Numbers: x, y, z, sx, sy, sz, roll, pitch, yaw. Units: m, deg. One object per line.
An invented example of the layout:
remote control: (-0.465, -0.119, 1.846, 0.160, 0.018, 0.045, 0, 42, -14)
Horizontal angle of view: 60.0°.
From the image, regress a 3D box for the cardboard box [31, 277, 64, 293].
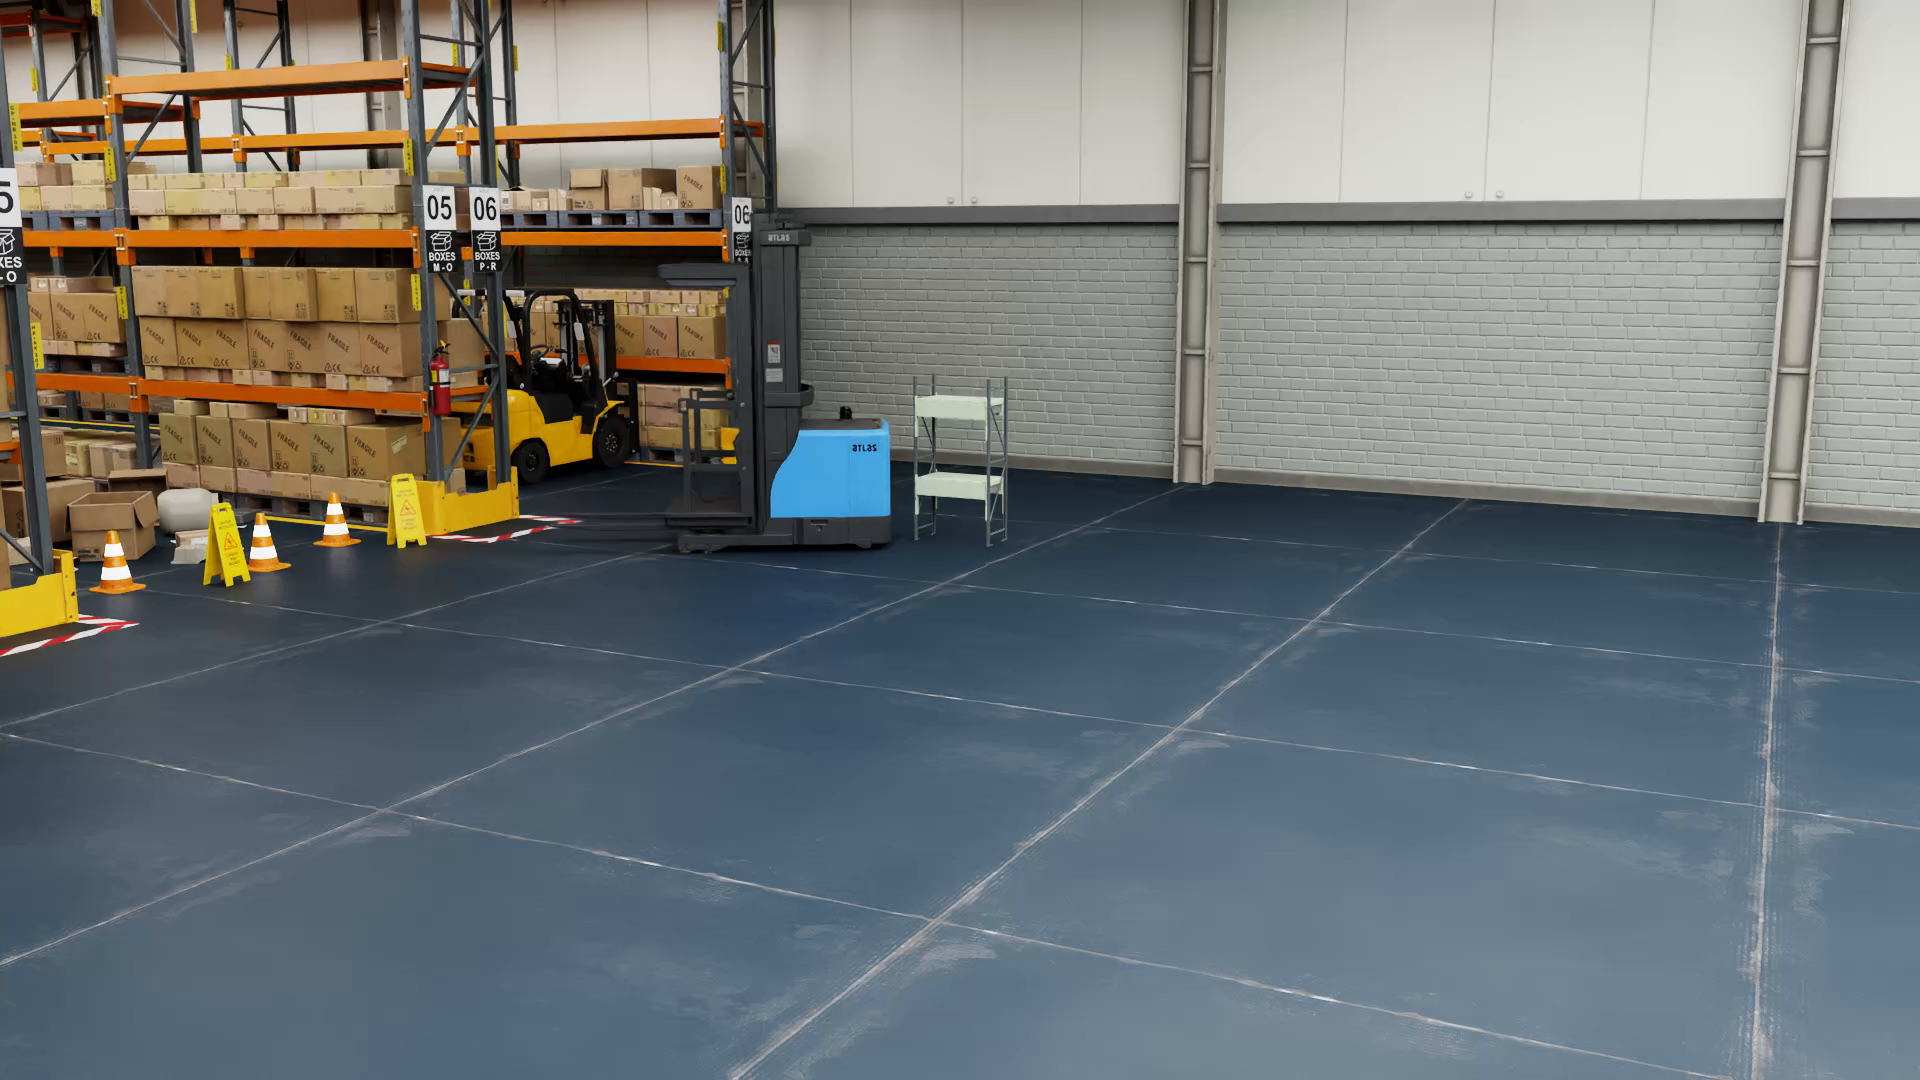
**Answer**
cardboard box: (-9.673, -2.725, 17.770, 0.250, 0.149, 0.380, 4, 11, 23)

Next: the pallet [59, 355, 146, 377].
pallet: (-8.900, -1.923, 17.990, 1.213, 0.211, 1.003, 5, 11, 26)

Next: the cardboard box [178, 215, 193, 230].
cardboard box: (-7.627, -3.191, 16.741, 0.250, 0.149, 0.380, 5, 11, 26)

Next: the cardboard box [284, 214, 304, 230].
cardboard box: (-6.272, -3.060, 16.016, 0.250, 0.149, 0.380, 5, 11, 24)

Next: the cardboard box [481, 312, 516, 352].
cardboard box: (-5.804, -2.699, 21.461, 0.500, 0.500, 0.500, 5, 11, 24)

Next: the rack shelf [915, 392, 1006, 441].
rack shelf: (0.006, -1.122, 15.044, 0.720, 0.370, 0.431, 5, 11, 26)

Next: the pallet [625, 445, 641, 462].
pallet: (-4.293, -1.189, 21.228, 1.213, 0.211, 1.003, 5, 11, 26)

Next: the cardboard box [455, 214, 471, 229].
cardboard box: (-4.846, -3.049, 15.956, 0.250, 0.149, 0.380, 5, 11, 26)

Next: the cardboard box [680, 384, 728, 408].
cardboard box: (-3.050, -1.744, 20.195, 0.500, 0.250, 0.500, 5, 12, 28)

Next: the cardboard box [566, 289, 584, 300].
cardboard box: (-4.741, -3.080, 20.909, 0.250, 0.149, 0.380, 5, 11, 26)

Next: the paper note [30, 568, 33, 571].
paper note: (-7.726, 0.247, 13.855, 0.032, 0.001, 0.123, -7, 12, -33)

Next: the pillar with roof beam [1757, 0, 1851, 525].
pillar with roof beam: (6.132, -3.929, 11.692, 0.400, 9.000, 9.100, 5, 11, 26)

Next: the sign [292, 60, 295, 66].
sign: (-9.431, -6.620, 23.495, 0.005, 0.325, 0.100, 5, 11, 26)

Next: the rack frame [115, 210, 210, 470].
rack frame: (-8.279, -1.934, 17.512, 0.127, 3.000, 1.000, 5, 11, 26)

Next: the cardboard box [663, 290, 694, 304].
cardboard box: (-3.395, -2.952, 20.199, 0.250, 0.149, 0.380, 5, 12, 27)

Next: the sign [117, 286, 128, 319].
sign: (-8.521, -2.414, 16.917, 0.005, 0.325, 0.100, 5, 11, 26)

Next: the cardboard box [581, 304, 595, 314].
cardboard box: (-4.539, -2.903, 20.765, 0.250, 0.149, 0.380, 5, 11, 25)

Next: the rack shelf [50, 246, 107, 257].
rack shelf: (-15.054, -4.637, 26.044, 4.000, 0.370, 1.077, 5, 11, 26)

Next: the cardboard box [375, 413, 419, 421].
cardboard box: (-5.785, -0.991, 16.740, 0.500, 0.500, 0.500, 5, 11, 24)

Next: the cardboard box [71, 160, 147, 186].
cardboard box: (-8.855, -3.814, 17.316, 0.500, 0.250, 0.500, 5, 12, 27)

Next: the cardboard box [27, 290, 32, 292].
cardboard box: (-10.170, -2.457, 18.110, 0.500, 0.500, 0.500, 5, 11, 24)

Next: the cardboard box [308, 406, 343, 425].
cardboard box: (-6.109, -1.220, 16.184, 0.250, 0.149, 0.380, 5, 12, 27)

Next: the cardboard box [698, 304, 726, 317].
cardboard box: (-2.934, -2.762, 19.989, 0.250, 0.149, 0.380, 5, 11, 27)

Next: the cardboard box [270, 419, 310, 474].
cardboard box: (-6.445, -0.944, 16.479, 0.500, 0.500, 0.500, 5, 11, 24)

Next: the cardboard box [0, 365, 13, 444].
cardboard box: (-7.144, -0.916, 11.466, 0.550, 0.550, 0.875, 5, 11, 26)

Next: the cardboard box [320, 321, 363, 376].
cardboard box: (-5.748, -1.853, 15.950, 0.500, 0.500, 0.500, 5, 11, 26)

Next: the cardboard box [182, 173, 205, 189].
cardboard box: (-7.438, -3.538, 16.422, 0.250, 0.149, 0.380, 5, 11, 25)

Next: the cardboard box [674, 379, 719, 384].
cardboard box: (-3.296, -1.864, 20.861, 0.500, 0.250, 0.500, 5, 11, 26)

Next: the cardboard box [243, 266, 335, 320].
cardboard box: (-6.586, -2.438, 16.373, 0.500, 0.500, 0.700, 5, 11, 25)

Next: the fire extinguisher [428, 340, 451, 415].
fire extinguisher: (-4.793, -1.498, 15.320, 0.183, 0.674, 0.296, 5, 11, 26)

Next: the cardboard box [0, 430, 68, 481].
cardboard box: (-9.040, -0.790, 16.083, 0.500, 0.500, 0.500, 5, 11, 26)

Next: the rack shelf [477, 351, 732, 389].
rack shelf: (-4.293, -2.215, 21.087, 4.000, 0.370, 1.077, 5, 11, 26)

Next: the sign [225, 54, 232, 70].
sign: (-9.905, -6.405, 22.527, 0.005, 0.325, 0.100, 5, 11, 26)

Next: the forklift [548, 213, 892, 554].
forklift: (-2.144, -1.420, 14.868, 3.031, 2.935, 1.130, -1, 10, -3)

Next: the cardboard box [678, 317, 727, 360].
cardboard box: (-3.056, -2.458, 20.125, 0.500, 0.500, 0.500, 5, 11, 25)

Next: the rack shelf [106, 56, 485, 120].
rack shelf: (-6.485, -4.372, 16.171, 4.000, 0.370, 1.077, 5, 11, 26)

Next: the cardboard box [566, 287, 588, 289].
cardboard box: (-4.964, -3.210, 21.625, 0.250, 0.149, 0.380, 5, 11, 25)

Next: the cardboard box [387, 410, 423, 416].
cardboard box: (-7.251, -1.867, 22.629, 0.625, 0.625, 0.875, 5, 11, 25)

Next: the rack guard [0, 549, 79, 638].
rack guard: (-6.770, 0.412, 11.570, 0.348, 0.500, 1.175, 5, 11, 26)

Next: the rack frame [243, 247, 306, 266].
rack frame: (-9.673, -3.042, 23.635, 0.127, 3.000, 1.000, 5, 11, 26)

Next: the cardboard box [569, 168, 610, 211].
cardboard box: (-4.386, -4.339, 20.629, 0.637, 0.503, 0.797, 5, 12, 28)

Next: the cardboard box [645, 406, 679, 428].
cardboard box: (-3.519, -1.541, 20.479, 0.500, 0.250, 0.500, 5, 11, 25)

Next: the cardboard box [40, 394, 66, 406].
cardboard box: (-13.890, -2.158, 25.576, 0.250, 0.149, 0.380, 5, 11, 24)

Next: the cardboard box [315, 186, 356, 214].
cardboard box: (-5.715, -3.206, 15.707, 0.500, 0.250, 0.500, 5, 11, 25)

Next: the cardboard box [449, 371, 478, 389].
cardboard box: (-4.905, -1.555, 16.123, 0.250, 0.149, 0.380, 5, 11, 26)

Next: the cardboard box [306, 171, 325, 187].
cardboard box: (-5.998, -3.435, 15.851, 0.250, 0.149, 0.380, 5, 11, 26)

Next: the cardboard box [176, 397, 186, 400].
cardboard box: (-11.062, -2.099, 24.267, 0.500, 0.500, 0.500, 6, 12, 28)

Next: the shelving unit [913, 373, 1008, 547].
shelving unit: (0.006, -0.737, 15.114, 0.755, 1.500, 0.431, 5, 11, 26)

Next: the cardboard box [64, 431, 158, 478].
cardboard box: (-9.397, -0.944, 18.244, 0.625, 0.372, 0.950, 6, 12, 29)

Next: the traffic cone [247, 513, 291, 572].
traffic cone: (-5.835, 0.006, 13.917, 0.334, 0.463, 0.336, 5, 11, 26)

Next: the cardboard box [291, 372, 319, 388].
cardboard box: (-6.300, -1.580, 16.261, 0.250, 0.149, 0.380, 5, 11, 25)

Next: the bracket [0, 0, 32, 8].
bracket: (-16.326, -8.458, 26.609, 4.783, 0.066, 0.076, 5, 11, 26)

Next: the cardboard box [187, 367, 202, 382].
cardboard box: (-7.637, -1.706, 16.961, 0.250, 0.149, 0.380, 5, 11, 26)

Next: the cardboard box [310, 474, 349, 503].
cardboard box: (-5.997, -0.535, 16.324, 0.500, 0.250, 0.500, 5, 11, 26)

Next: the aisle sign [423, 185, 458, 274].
aisle sign: (-4.765, -2.846, 15.256, 0.004, 0.787, 0.394, 5, 11, 26)
